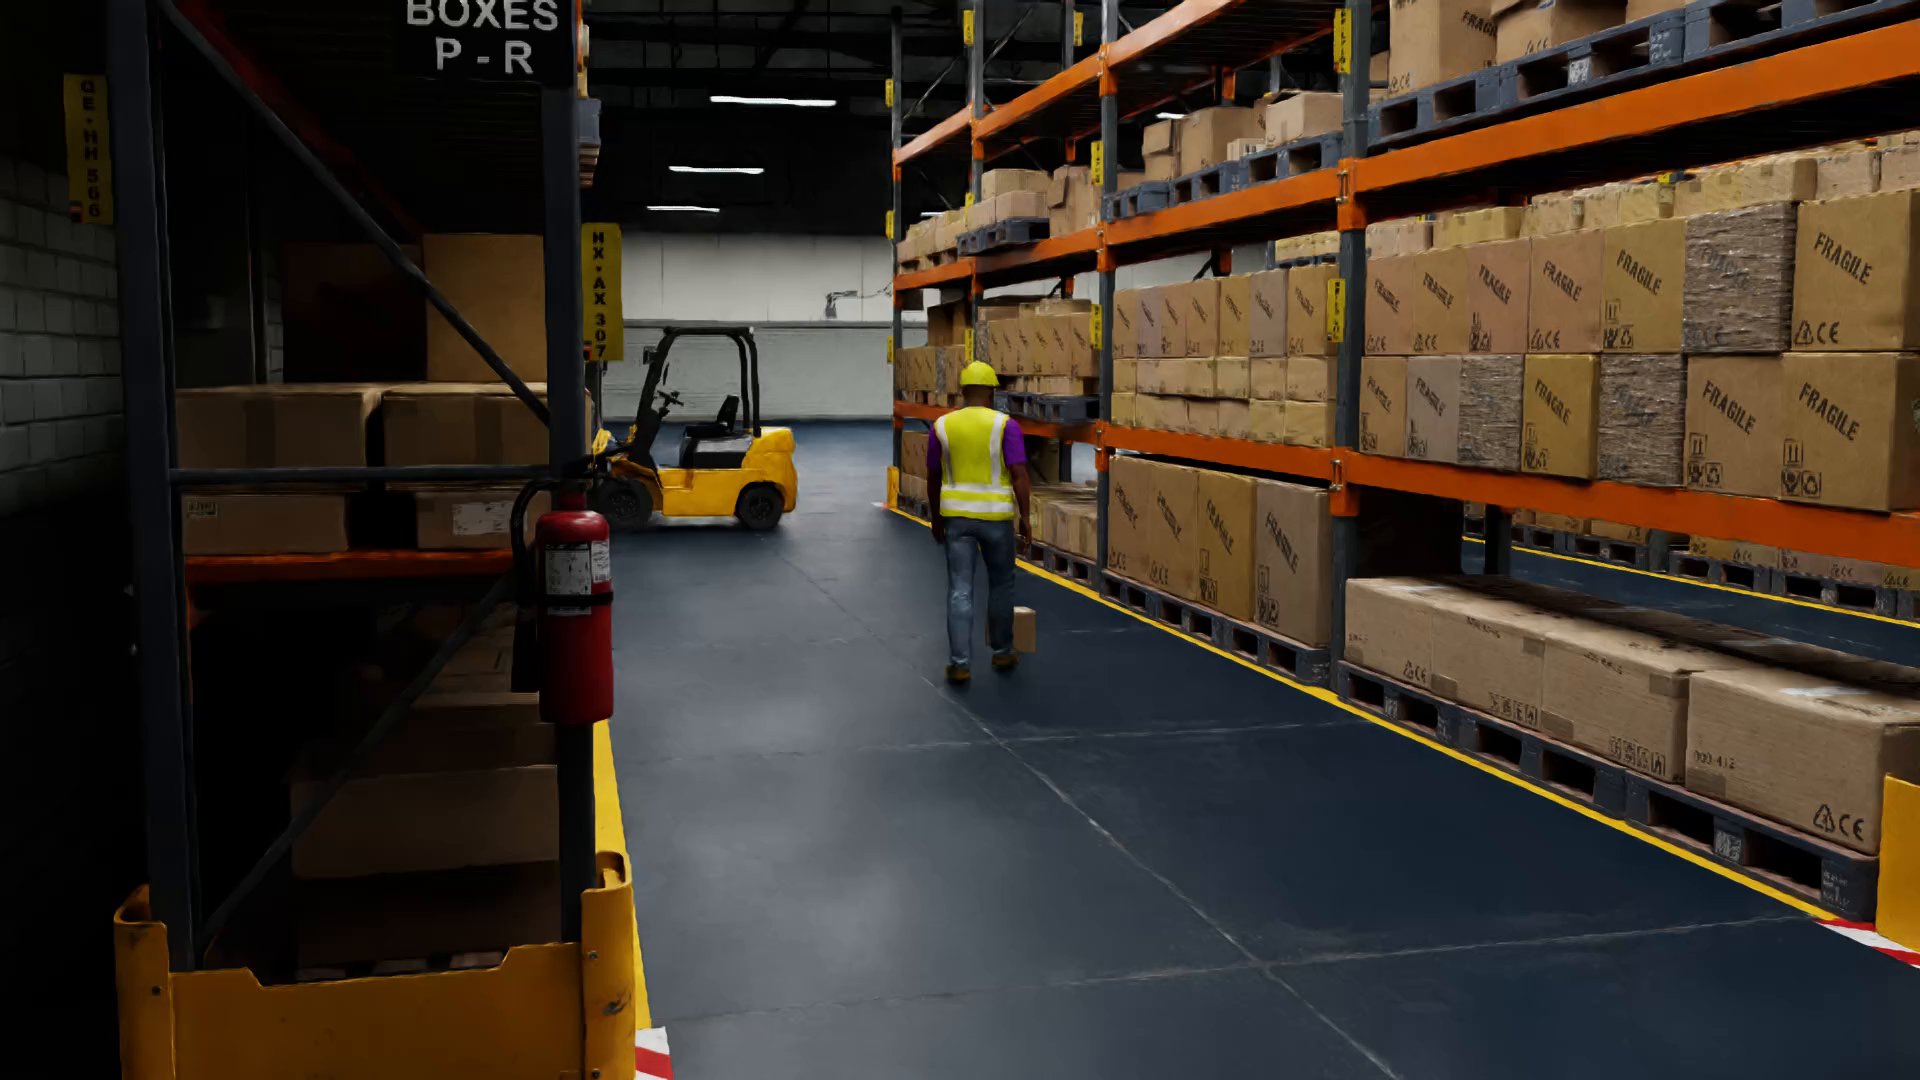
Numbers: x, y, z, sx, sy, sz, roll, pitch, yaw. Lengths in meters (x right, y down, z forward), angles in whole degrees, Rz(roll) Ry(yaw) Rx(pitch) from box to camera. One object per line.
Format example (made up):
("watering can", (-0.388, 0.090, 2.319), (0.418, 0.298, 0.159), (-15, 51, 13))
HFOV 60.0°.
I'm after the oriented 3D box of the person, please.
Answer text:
("person", (0.122, -0.130, 9.384), (0.623, 1.748, 0.765), (1, 6, 9))
